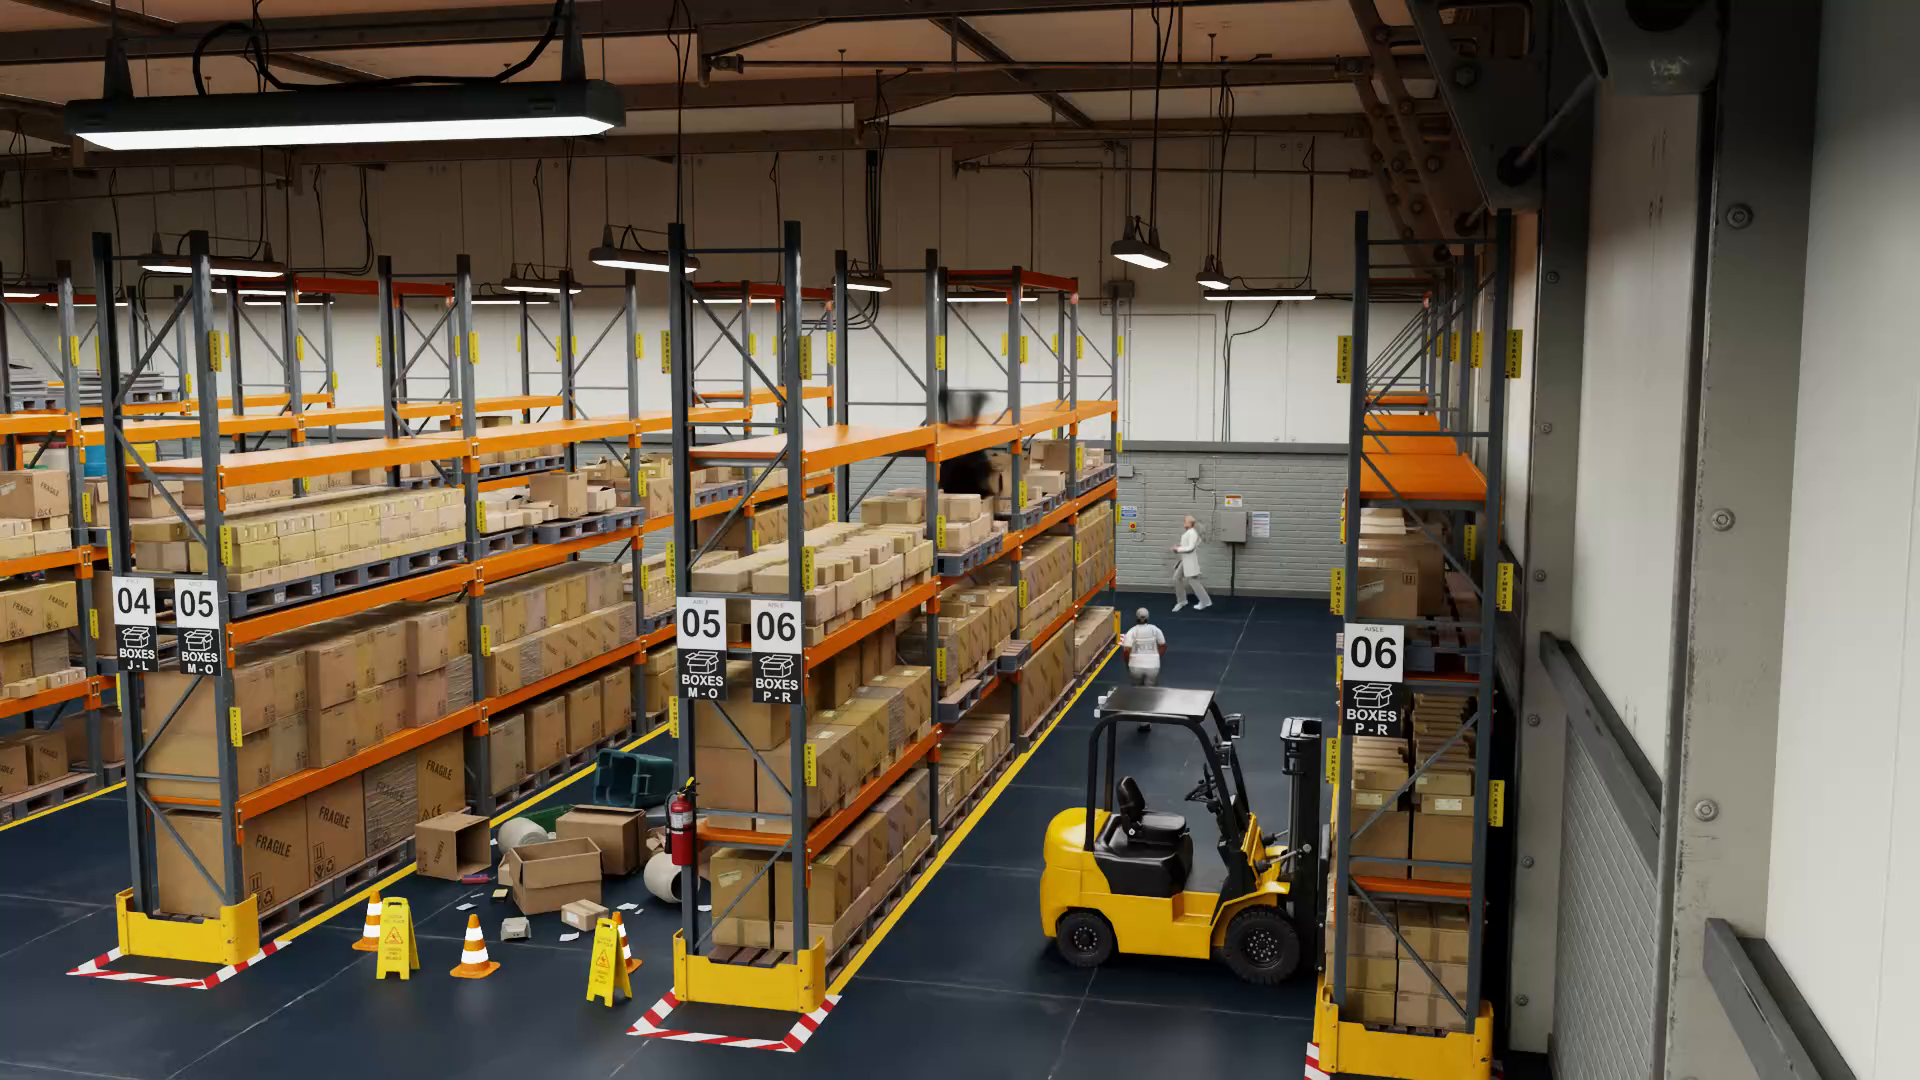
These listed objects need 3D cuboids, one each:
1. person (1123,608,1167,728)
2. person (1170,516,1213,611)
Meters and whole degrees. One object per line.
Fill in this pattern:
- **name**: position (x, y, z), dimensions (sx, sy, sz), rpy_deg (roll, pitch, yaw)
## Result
- **person**: position (2.440, 1.708, 21.942), dimensions (0.585, 1.615, 0.565), rpy_deg (0, 7, -1)
- **person**: position (4.353, 0.469, 31.346), dimensions (0.830, 1.845, 0.697), rpy_deg (0, 7, -2)
